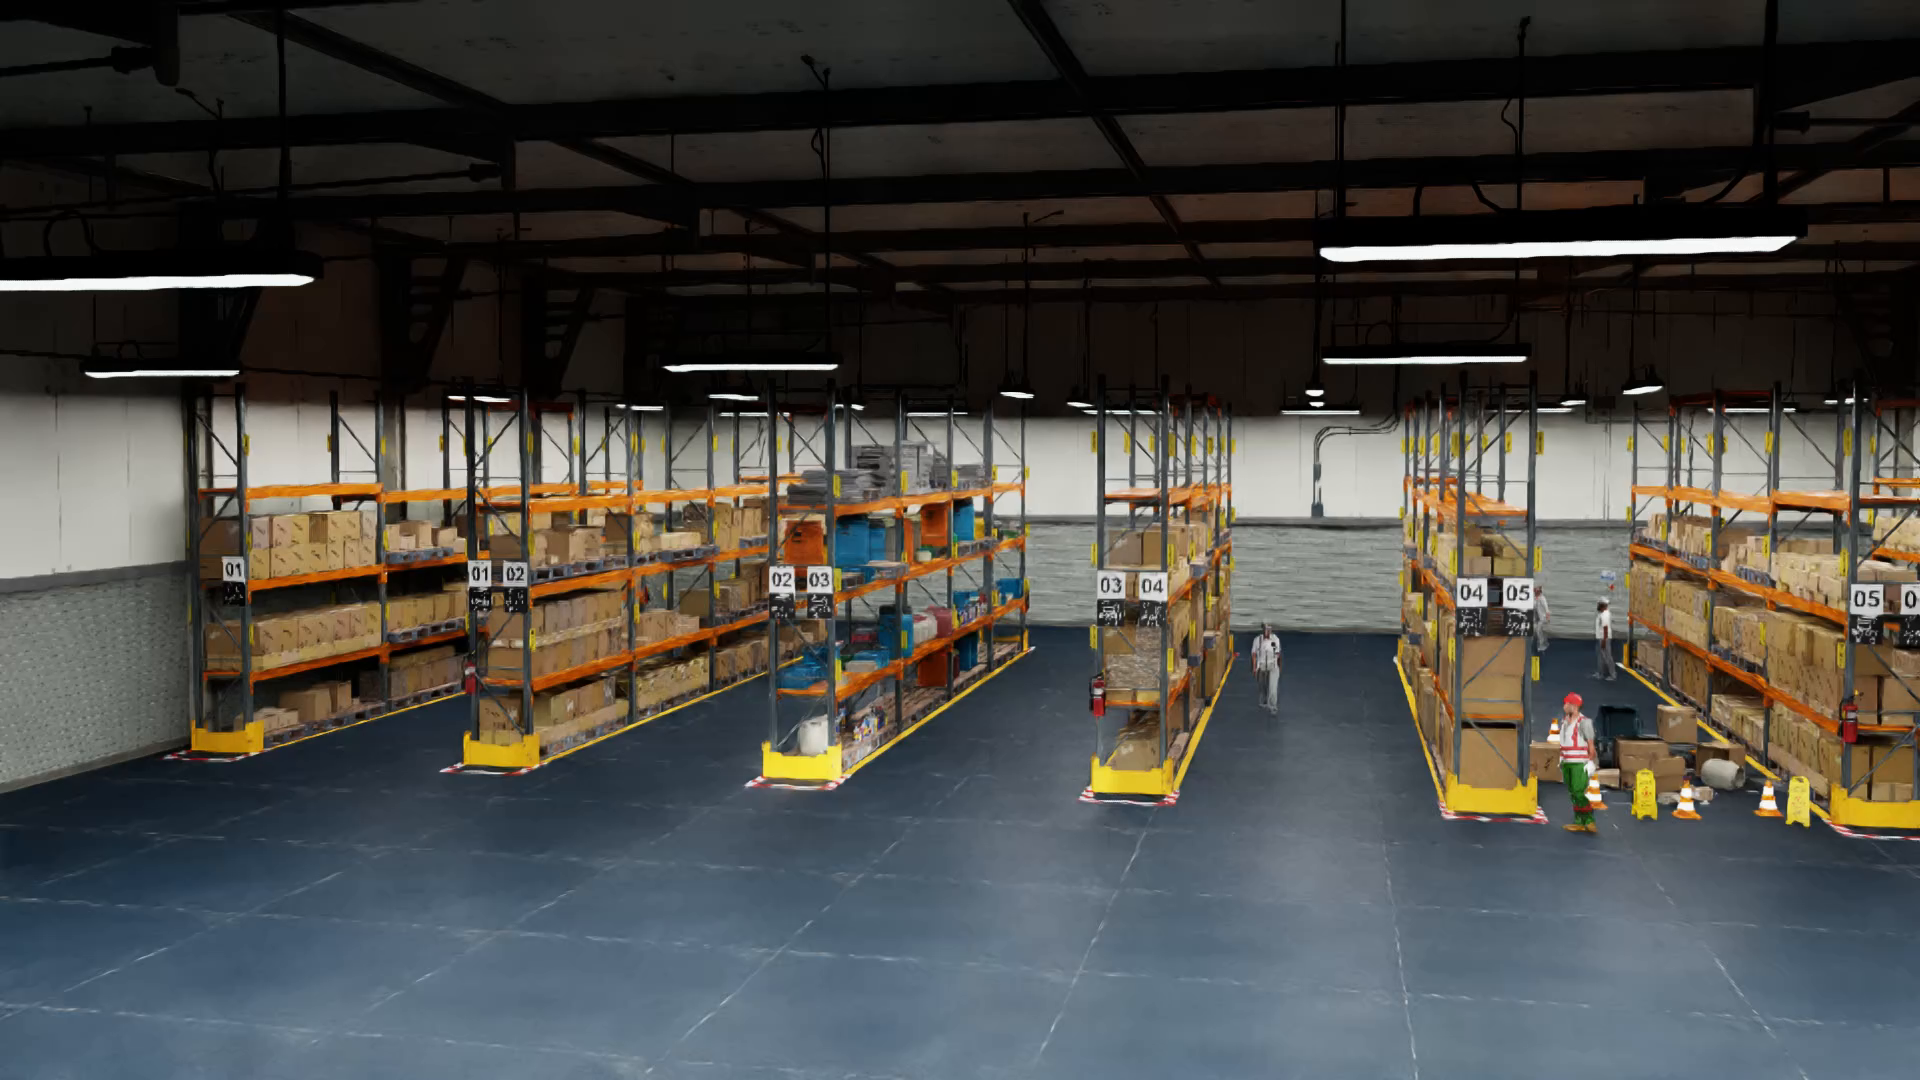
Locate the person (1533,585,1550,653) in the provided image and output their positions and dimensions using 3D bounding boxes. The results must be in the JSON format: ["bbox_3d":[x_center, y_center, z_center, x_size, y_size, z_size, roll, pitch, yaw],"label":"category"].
[{"bbox_3d":[14.114,1.907,40.410,0.531,1.615,0.509,-1,4,-23],"label":"person"}]

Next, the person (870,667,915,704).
[{"bbox_3d":[-1.272,2.295,31.766,0.574,1.742,0.965,2,4,34],"label":"person"}]

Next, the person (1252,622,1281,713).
[{"bbox_3d":[5.742,2.364,31.189,0.542,1.675,1.109,1,3,14],"label":"person"}]

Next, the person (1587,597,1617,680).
[{"bbox_3d":[13.705,2.091,35.479,0.577,1.767,0.742,1,3,17],"label":"person"}]

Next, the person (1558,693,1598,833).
[{"bbox_3d":[7.987,2.871,21.478,0.388,1.783,0.624,-1,3,-19],"label":"person"}]
